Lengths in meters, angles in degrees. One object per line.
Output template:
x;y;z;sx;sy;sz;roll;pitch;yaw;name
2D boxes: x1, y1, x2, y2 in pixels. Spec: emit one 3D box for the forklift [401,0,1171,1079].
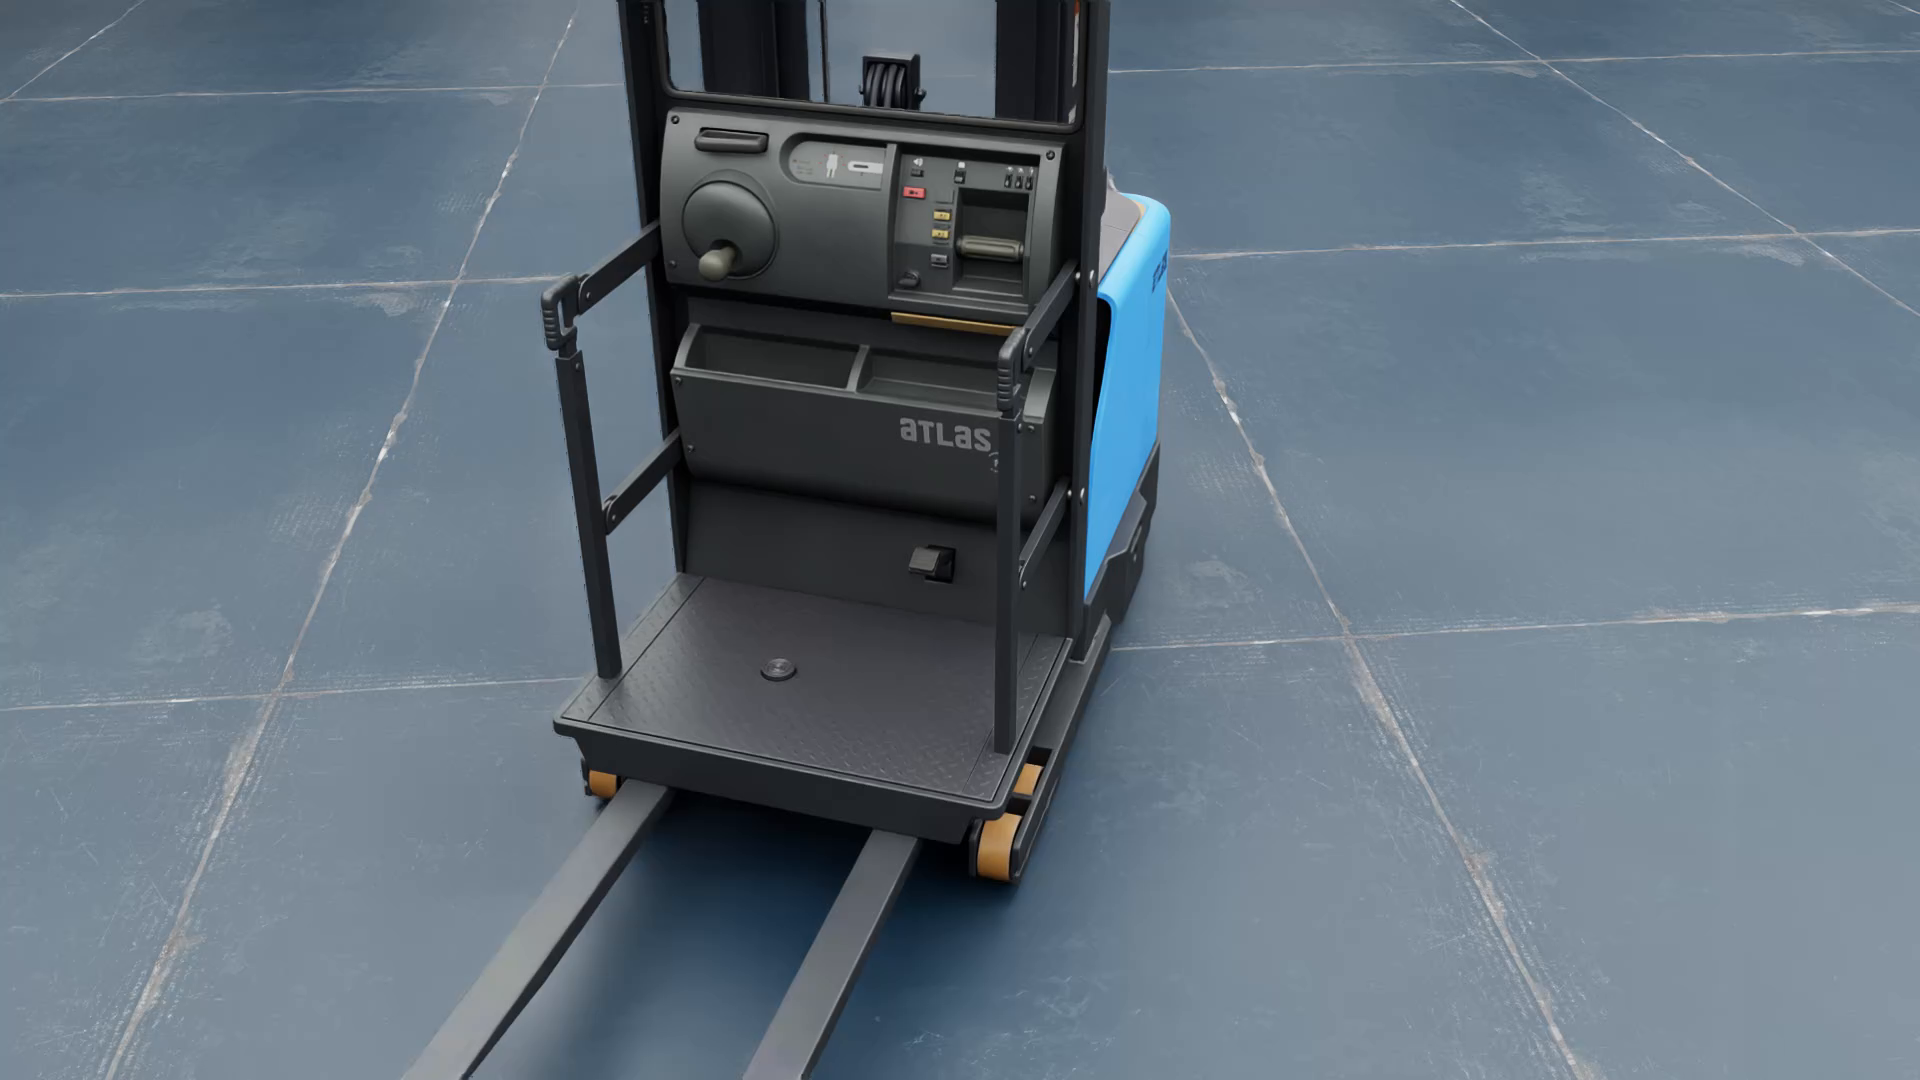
-0.295;-0.685;3.539;1.130;2.935;3.031;9;32;15;forklift
